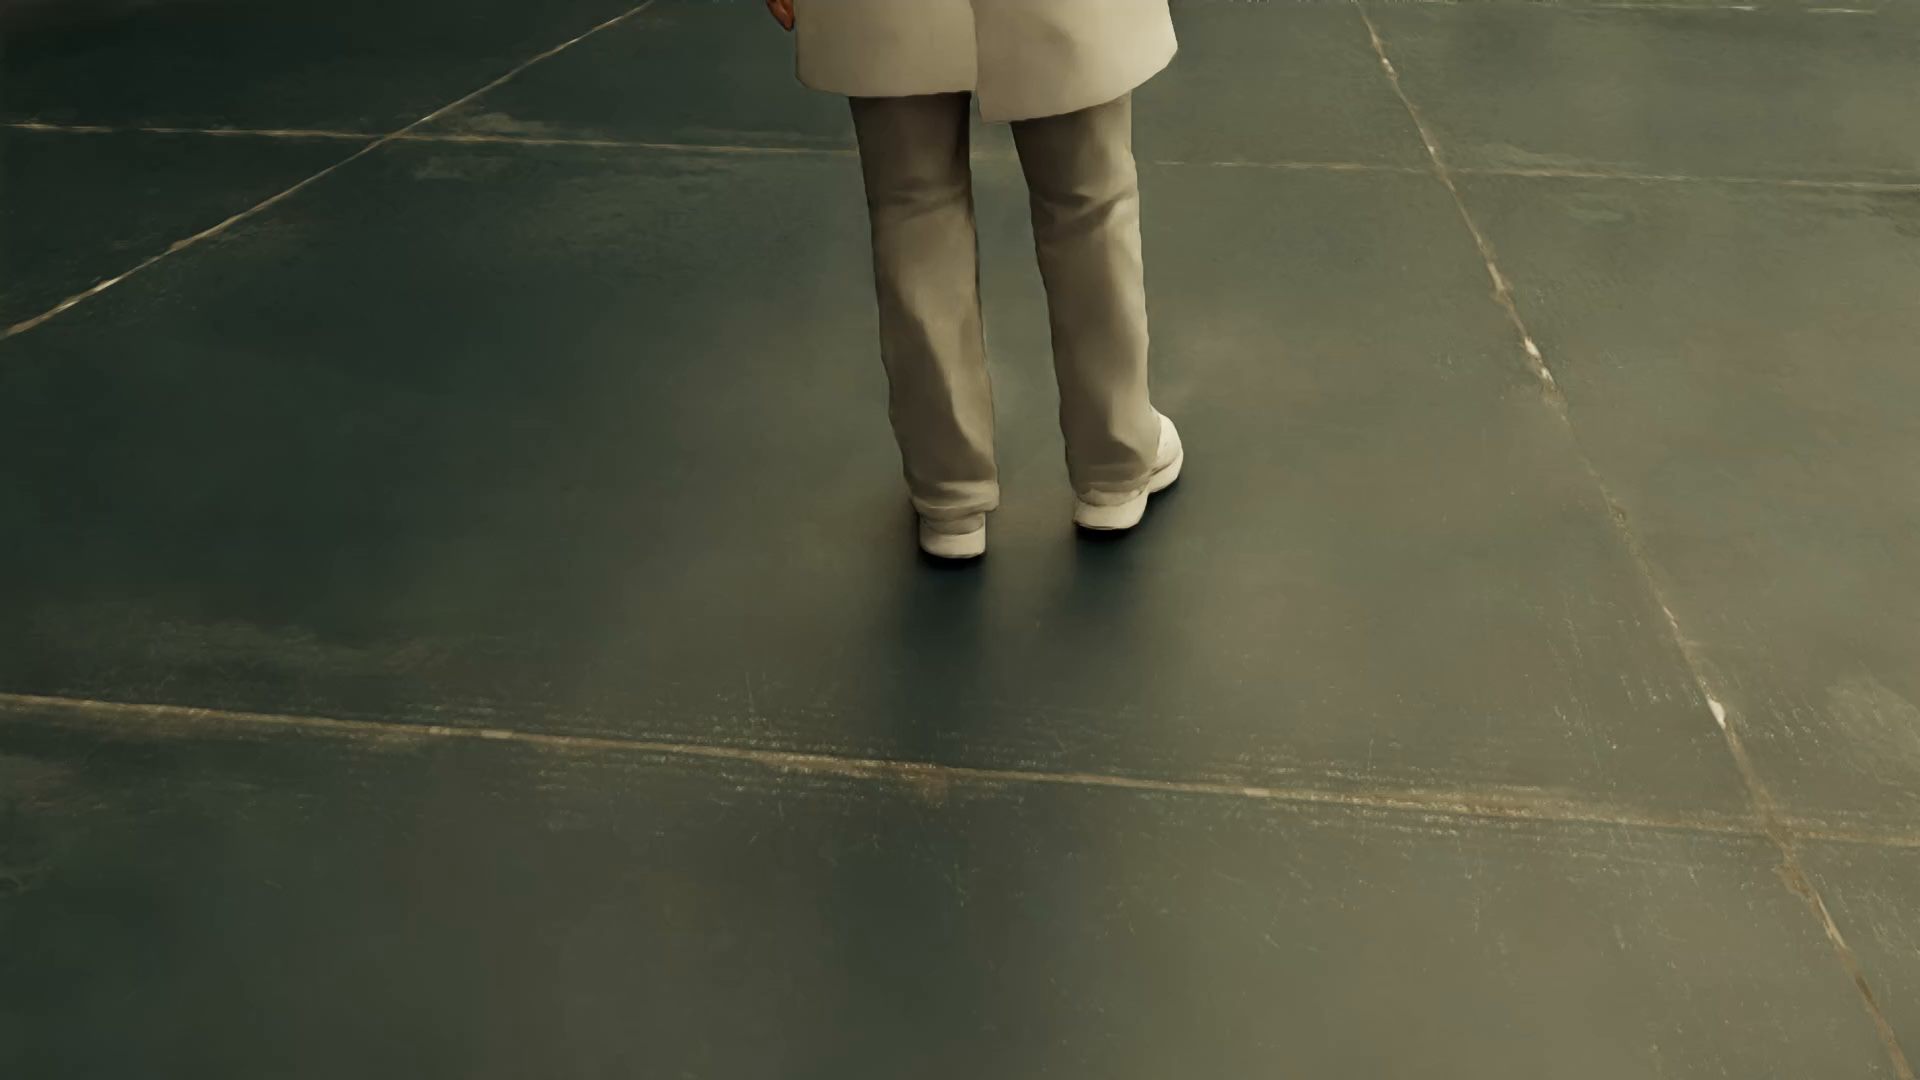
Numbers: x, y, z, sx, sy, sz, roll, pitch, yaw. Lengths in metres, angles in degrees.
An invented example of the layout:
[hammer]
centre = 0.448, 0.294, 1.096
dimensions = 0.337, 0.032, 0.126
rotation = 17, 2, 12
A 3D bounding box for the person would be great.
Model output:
[person]
centre = 0.017, -0.843, 2.183
dimensions = 0.694, 1.776, 0.574
rotation = 3, 27, 7
